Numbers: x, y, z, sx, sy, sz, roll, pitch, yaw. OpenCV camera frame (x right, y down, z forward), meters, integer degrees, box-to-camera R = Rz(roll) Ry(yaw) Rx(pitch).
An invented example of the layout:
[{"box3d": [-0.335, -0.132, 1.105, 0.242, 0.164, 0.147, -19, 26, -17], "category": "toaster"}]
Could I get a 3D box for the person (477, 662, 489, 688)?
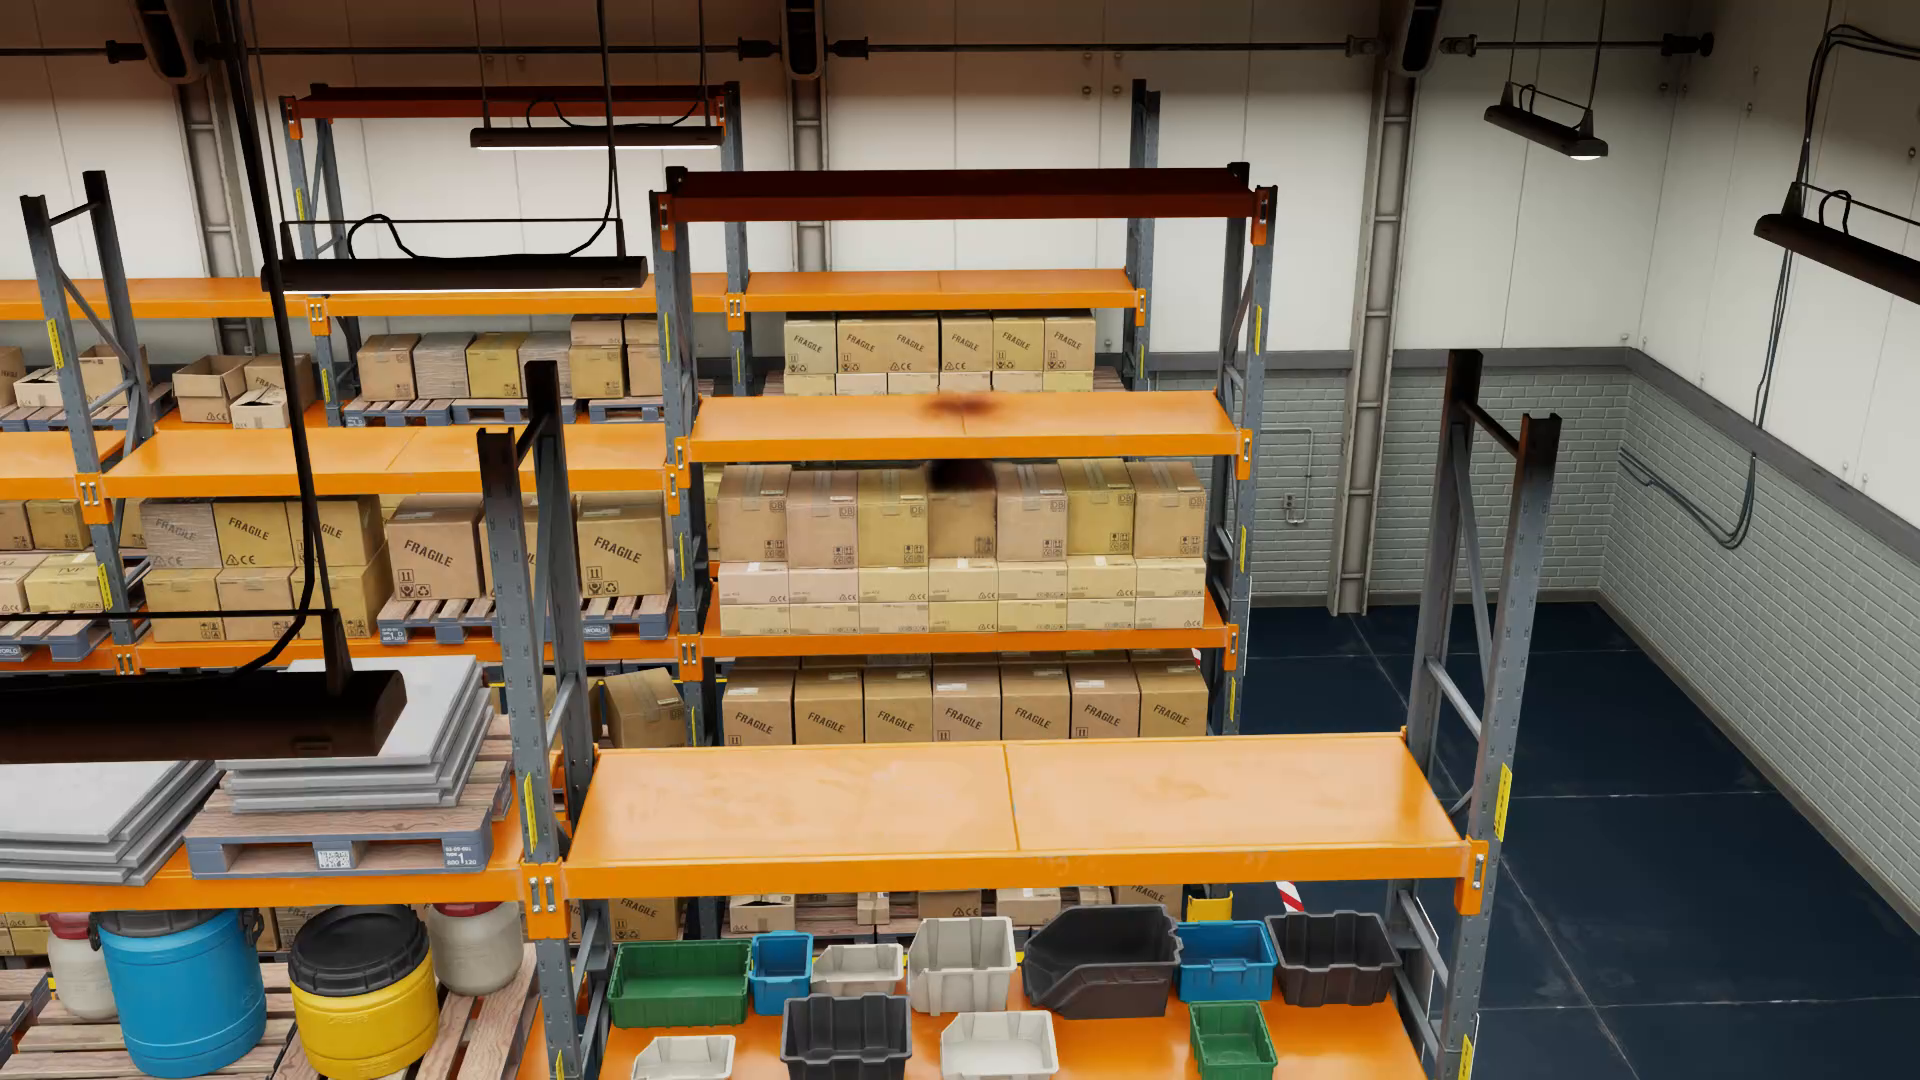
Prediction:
[{"box3d": [-4.581, 1.484, 15.374, 0.533, 1.749, 0.350, 5, 23, 13], "category": "person"}]
